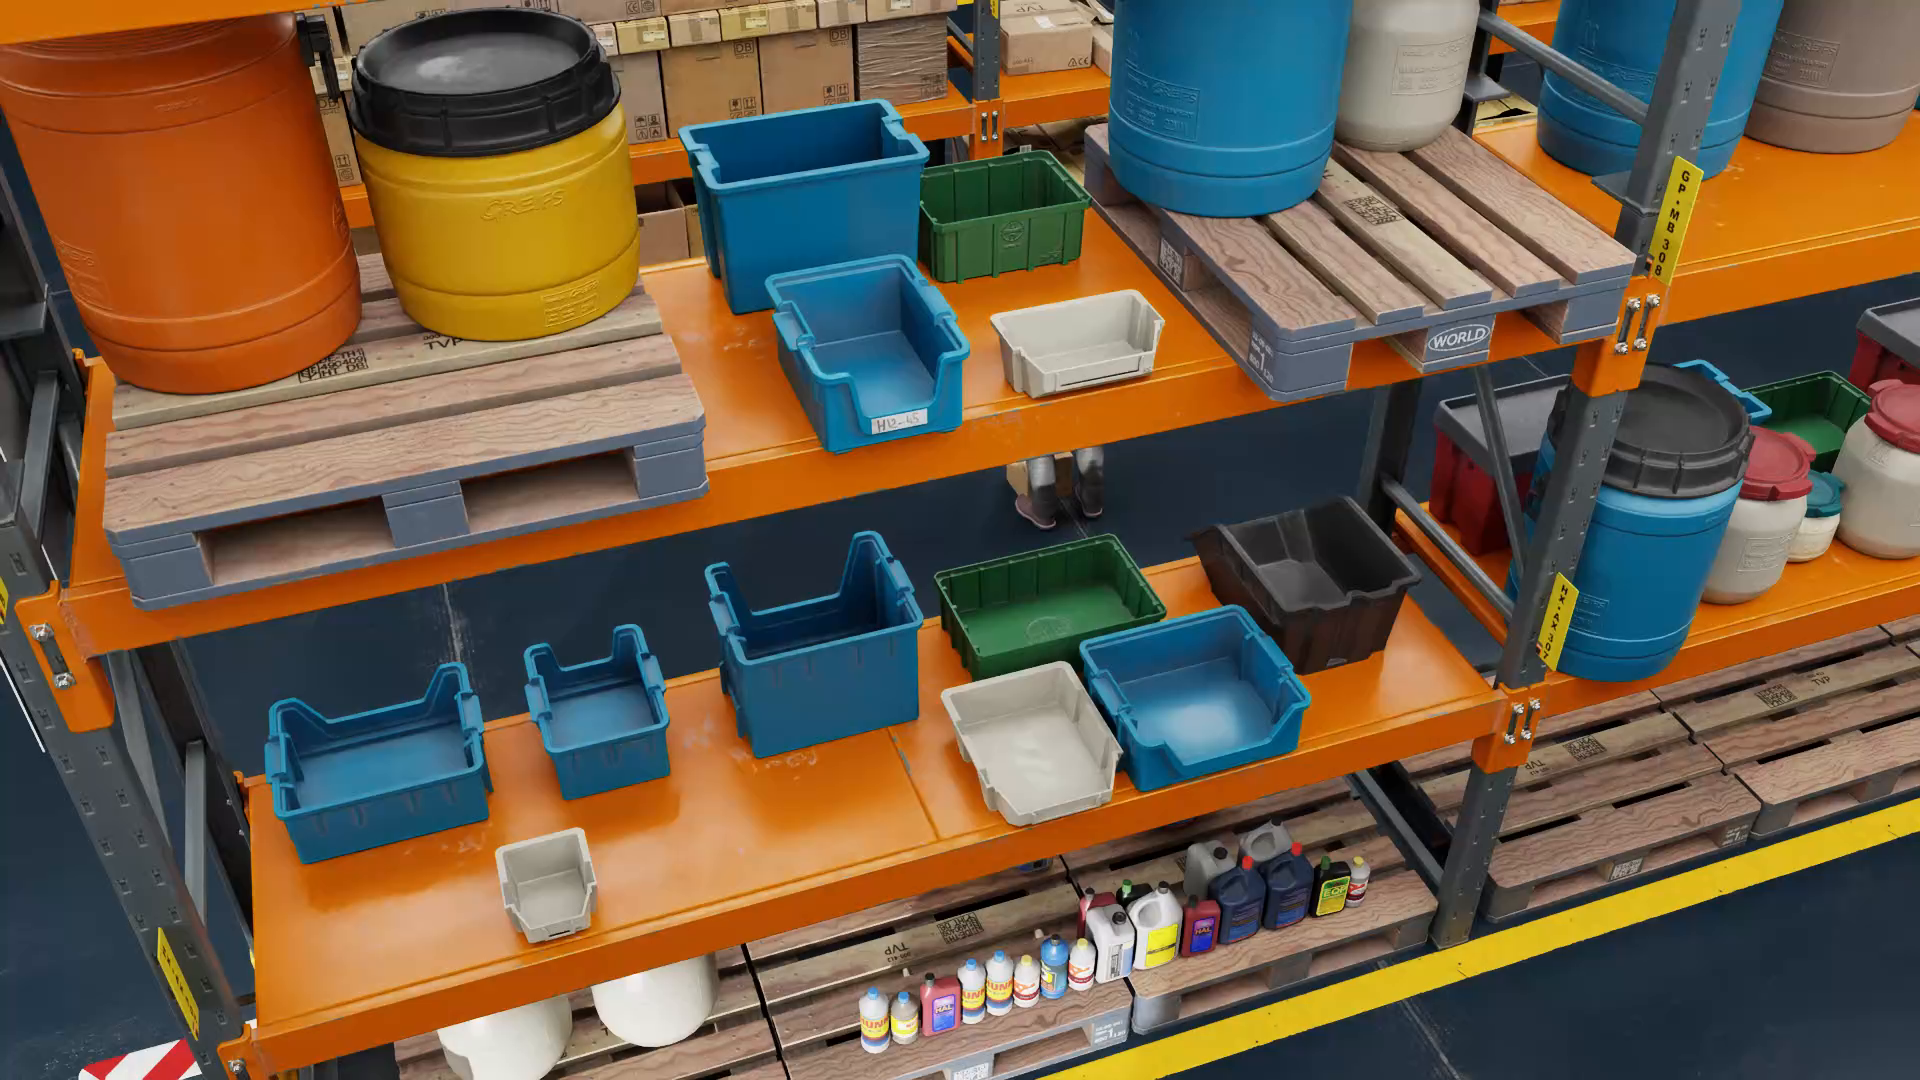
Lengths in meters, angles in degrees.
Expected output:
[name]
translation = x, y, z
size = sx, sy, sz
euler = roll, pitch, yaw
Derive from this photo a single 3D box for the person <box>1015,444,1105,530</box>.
[person]
translation = 0.495, -0.791, 7.801
size = 0.506, 1.655, 0.350
euler = -14, 40, -17
